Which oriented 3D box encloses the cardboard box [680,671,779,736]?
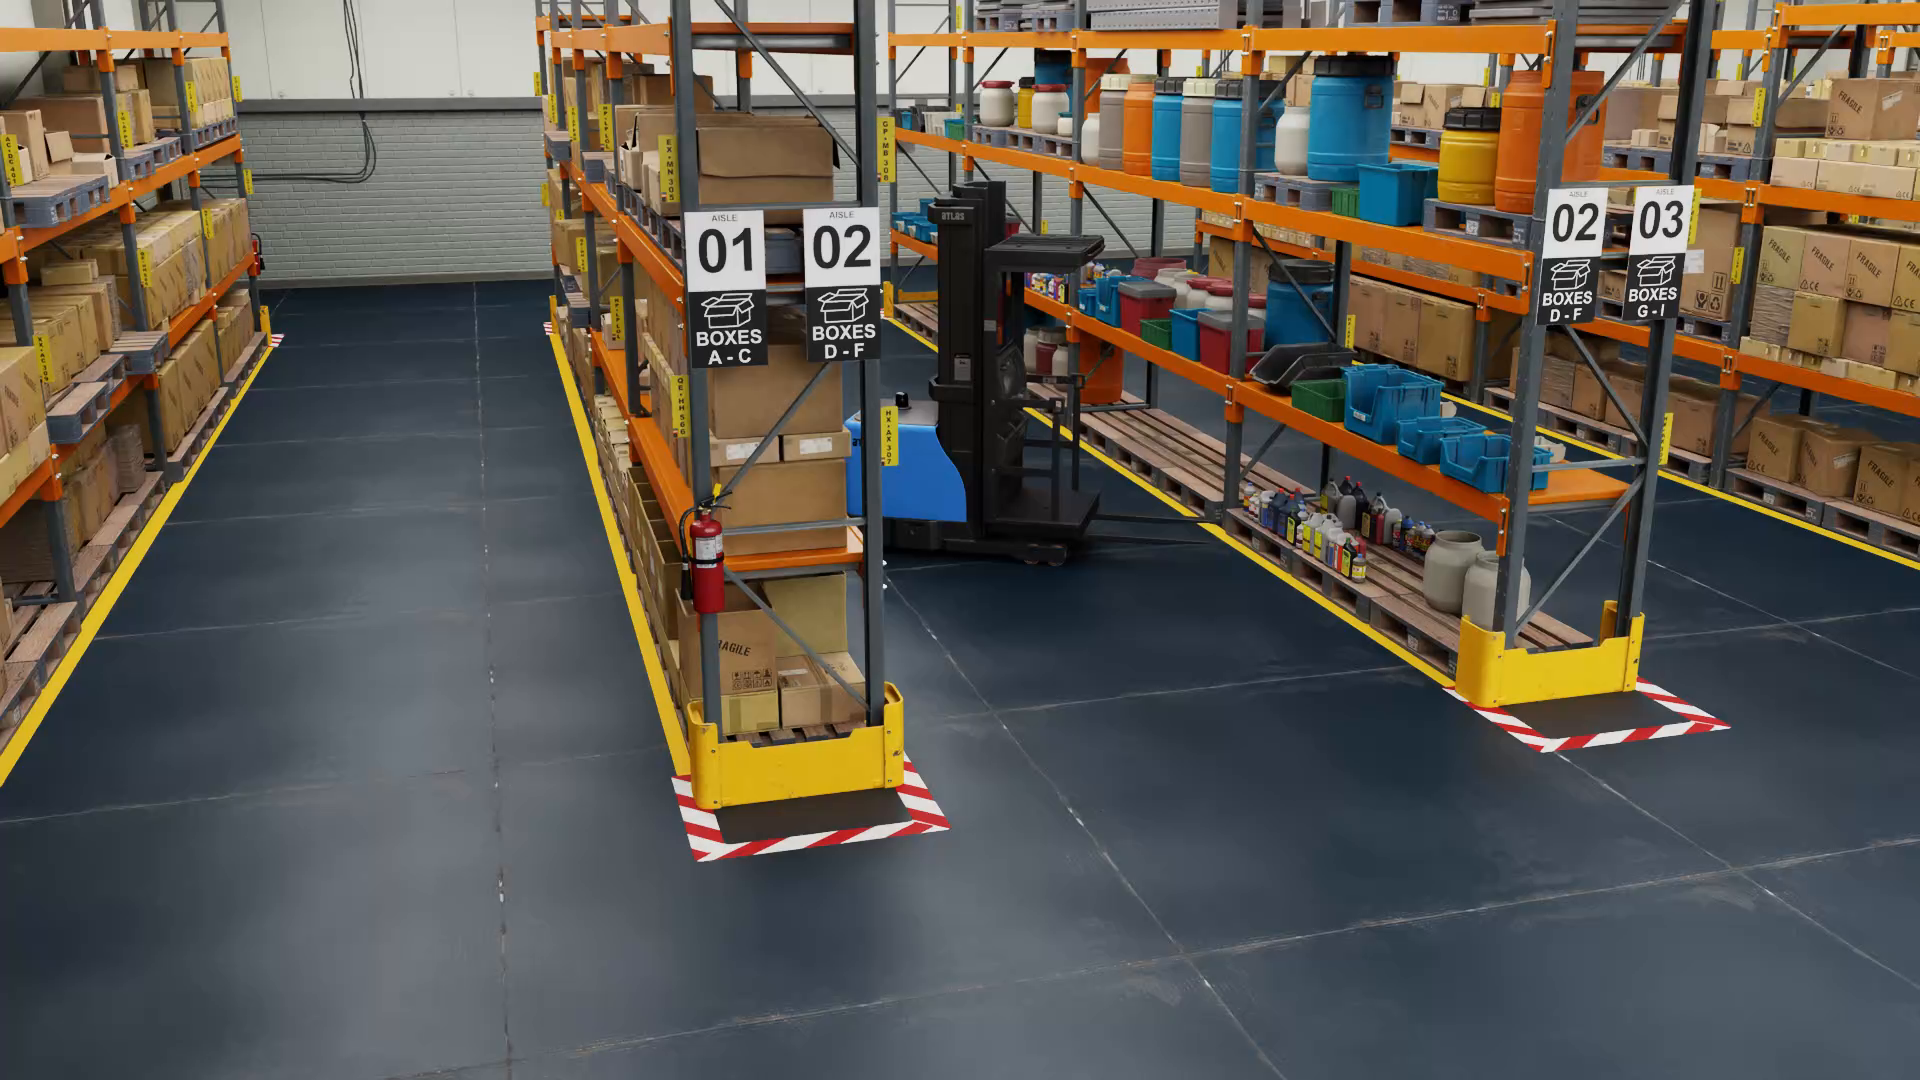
[{"bbox_3d":[-1.349,0.927,9.702,0.500,0.250,0.500,-5,17,-15],"label":"cardboard box"}]

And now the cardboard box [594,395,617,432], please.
[{"bbox_3d":[-3.254,-1.261,16.012,0.500,0.311,0.500,-4,17,-13],"label":"cardboard box"}]

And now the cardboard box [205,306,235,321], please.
[{"bbox_3d":[-9.146,-2.773,20.459,0.380,0.149,0.250,-5,17,-17],"label":"cardboard box"}]

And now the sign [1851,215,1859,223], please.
[{"bbox_3d":[10.688,-3.894,19.827,0.100,0.325,0.005,-5,17,-15],"label":"sign"}]

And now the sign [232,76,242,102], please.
[{"bbox_3d":[-9.551,-5.959,21.959,0.100,0.325,0.005,-5,17,-15],"label":"sign"}]

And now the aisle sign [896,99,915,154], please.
[{"bbox_3d":[-0.856,-6.122,24.598,0.394,0.787,0.004,-5,17,-15],"label":"aisle sign"}]

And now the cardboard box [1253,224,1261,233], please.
[{"bbox_3d":[4.490,-4.529,24.253,0.380,0.149,0.250,-4,17,-14],"label":"cardboard box"}]

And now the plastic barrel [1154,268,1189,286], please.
[{"bbox_3d":[2.136,-2.453,16.710,0.421,0.512,0.421,0,17,0],"label":"plastic barrel"}]

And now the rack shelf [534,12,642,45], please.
[{"bbox_3d":[-4.765,-6.463,21.083,1.077,0.370,4.000,-5,17,-15],"label":"rack shelf"}]

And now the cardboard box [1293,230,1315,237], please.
[{"bbox_3d":[4.937,-4.337,22.921,0.500,0.250,0.500,-5,17,-16],"label":"cardboard box"}]

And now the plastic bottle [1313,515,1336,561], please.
[{"bbox_3d":[2.790,-0.025,12.663,0.144,0.351,0.185,-4,17,-13],"label":"plastic bottle"}]

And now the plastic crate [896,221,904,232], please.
[{"bbox_3d":[-0.791,-4.593,24.382,0.250,0.136,0.298,-5,17,-15],"label":"plastic crate"}]

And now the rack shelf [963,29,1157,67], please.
[{"bbox_3d":[1.098,-5.558,18.757,1.077,0.370,4.000,-5,17,-15],"label":"rack shelf"}]

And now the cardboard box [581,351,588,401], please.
[{"bbox_3d":[-3.891,-1.818,18.371,0.500,0.500,0.500,-5,18,-17],"label":"cardboard box"}]

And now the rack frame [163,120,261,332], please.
[{"bbox_3d":[-10.076,-4.097,22.377,1.000,3.000,0.127,-5,17,-15],"label":"rack frame"}]

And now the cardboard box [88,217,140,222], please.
[{"bbox_3d":[-8.951,-3.257,17.553,0.500,0.250,0.500,-4,17,-15],"label":"cardboard box"}]

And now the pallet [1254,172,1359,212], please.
[{"bbox_3d":[3.039,-2.715,12.891,1.213,0.211,1.003,-5,17,-15],"label":"pallet"}]

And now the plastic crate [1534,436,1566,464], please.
[{"bbox_3d":[3.910,-0.601,11.197,0.298,0.136,0.250,-5,17,-15],"label":"plastic crate"}]

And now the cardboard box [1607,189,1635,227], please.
[{"bbox_3d":[9.703,-4.831,24.131,0.500,0.500,0.500,-5,17,-15],"label":"cardboard box"}]

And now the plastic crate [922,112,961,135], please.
[{"bbox_3d":[-0.238,-5.622,22.448,0.437,0.282,0.530,-5,17,-15],"label":"plastic crate"}]

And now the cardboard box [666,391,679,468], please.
[{"bbox_3d":[-1.603,-0.811,11.265,0.700,0.500,0.500,-4,17,-14],"label":"cardboard box"}]

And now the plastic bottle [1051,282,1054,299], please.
[{"bbox_3d":[1.049,-2.747,18.230,0.097,0.201,0.097,0,17,0],"label":"plastic bottle"}]

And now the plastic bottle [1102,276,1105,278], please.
[{"bbox_3d":[1.598,-2.830,18.506,0.097,0.201,0.097,0,17,0],"label":"plastic bottle"}]

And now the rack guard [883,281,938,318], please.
[{"bbox_3d":[-0.570,-3.689,25.362,1.175,0.500,0.348,-5,17,-15],"label":"rack guard"}]

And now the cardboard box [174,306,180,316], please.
[{"bbox_3d":[-8.243,-2.379,17.061,0.380,0.149,0.250,-4,17,-14],"label":"cardboard box"}]

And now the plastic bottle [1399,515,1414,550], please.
[{"bbox_3d":[3.470,-0.063,12.926,0.097,0.271,0.097,0,17,0],"label":"plastic bottle"}]

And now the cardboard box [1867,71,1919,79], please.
[{"bbox_3d":[14.438,-7.054,25.925,0.797,0.503,0.637,-3,17,-11],"label":"cardboard box"}]

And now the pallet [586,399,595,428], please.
[{"bbox_3d":[-3.616,-1.487,18.537,1.003,0.211,1.213,-5,17,-15],"label":"pallet"}]

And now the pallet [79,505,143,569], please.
[{"bbox_3d":[-7.333,0.005,13.570,1.003,0.211,1.213,-5,17,-15],"label":"pallet"}]

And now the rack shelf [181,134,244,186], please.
[{"bbox_3d":[-9.527,-4.636,20.207,1.077,0.370,4.000,-5,17,-15],"label":"rack shelf"}]

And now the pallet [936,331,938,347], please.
[{"bbox_3d":[0.309,-2.638,22.369,1.003,0.211,1.213,-5,17,-15],"label":"pallet"}]

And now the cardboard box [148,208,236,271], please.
[{"bbox_3d":[-9.515,-3.688,20.495,0.980,0.700,0.700,-6,18,-18],"label":"cardboard box"}]

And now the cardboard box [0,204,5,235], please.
[{"bbox_3d":[-6.401,-2.151,10.475,0.500,0.500,0.500,-4,17,-14],"label":"cardboard box"}]

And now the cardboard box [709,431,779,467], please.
[{"bbox_3d":[-1.206,-0.513,9.144,0.380,0.149,0.250,-5,17,-16],"label":"cardboard box"}]

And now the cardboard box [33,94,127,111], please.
[{"bbox_3d":[-8.402,-4.005,15.919,0.700,0.500,0.500,-4,17,-12],"label":"cardboard box"}]

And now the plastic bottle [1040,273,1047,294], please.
[{"bbox_3d":[0.942,-2.889,18.578,0.097,0.271,0.097,0,17,0],"label":"plastic bottle"}]

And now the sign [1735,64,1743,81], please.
[{"bbox_3d":[13.205,-7.906,28.187,0.100,0.325,0.005,-5,17,-15],"label":"sign"}]

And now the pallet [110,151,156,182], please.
[{"bbox_3d":[-8.106,-3.404,15.184,1.213,0.211,1.003,-4,17,-13],"label":"pallet"}]

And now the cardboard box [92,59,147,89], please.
[{"bbox_3d":[-9.393,-5.138,18.682,0.500,0.500,0.500,-5,17,-16],"label":"cardboard box"}]

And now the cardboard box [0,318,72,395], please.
[{"bbox_3d":[-7.032,-1.335,12.243,0.700,0.500,0.500,-3,17,-10],"label":"cardboard box"}]

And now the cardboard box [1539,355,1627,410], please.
[{"bbox_3d":[6.778,-1.736,18.098,0.700,0.500,0.500,-6,18,-20],"label":"cardboard box"}]

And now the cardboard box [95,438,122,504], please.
[{"bbox_3d":[-7.600,-0.551,14.152,0.700,0.500,0.500,-5,17,-15],"label":"cardboard box"}]

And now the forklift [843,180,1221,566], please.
[{"bbox_3d":[0.606,-1.363,13.394,3.031,2.935,1.130,4,17,13],"label":"forklift"}]

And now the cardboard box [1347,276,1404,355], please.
[{"bbox_3d":[5.752,-2.926,21.443,1.225,0.875,0.875,-5,18,-17],"label":"cardboard box"}]

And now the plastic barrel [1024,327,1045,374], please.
[{"bbox_3d":[0.946,-2.272,19.897,0.421,0.512,0.421,0,17,0],"label":"plastic barrel"}]

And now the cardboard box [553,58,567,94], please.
[{"bbox_3d":[-4.814,-5.891,21.225,0.700,0.500,0.500,-5,17,-15],"label":"cardboard box"}]

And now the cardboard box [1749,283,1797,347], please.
[{"bbox_3d":[7.574,-2.013,14.750,0.875,0.500,0.500,-5,17,-15],"label":"cardboard box"}]

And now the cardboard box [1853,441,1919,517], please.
[{"bbox_3d":[7.992,-0.519,14.081,0.500,0.500,0.500,-6,18,-20],"label":"cardboard box"}]

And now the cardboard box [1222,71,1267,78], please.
[{"bbox_3d":[4.406,-6.866,25.302,0.700,0.500,0.500,-6,18,-19],"label":"cardboard box"}]

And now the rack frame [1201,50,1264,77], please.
[{"bbox_3d":[4.212,-8.145,25.425,1.000,3.000,0.127,-5,17,-15],"label":"rack frame"}]

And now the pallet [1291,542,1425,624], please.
[{"bbox_3d":[3.230,0.302,12.580,1.003,0.211,1.213,-5,17,-15],"label":"pallet"}]

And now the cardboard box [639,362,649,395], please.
[{"bbox_3d":[-2.435,-1.335,13.414,0.396,0.266,0.258,-5,17,-17],"label":"cardboard box"}]

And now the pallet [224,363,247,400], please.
[{"bbox_3d":[-9.111,-1.871,19.815,1.003,0.211,1.213,-5,17,-15],"label":"pallet"}]

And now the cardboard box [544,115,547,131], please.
[{"bbox_3d":[-5.293,-5.553,22.270,0.500,0.250,0.500,-5,17,-15],"label":"cardboard box"}]

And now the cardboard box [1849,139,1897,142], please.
[{"bbox_3d":[7.862,-3.360,14.277,0.380,0.149,0.250,-4,17,-15],"label":"cardboard box"}]

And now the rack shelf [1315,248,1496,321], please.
[{"bbox_3d":[5.860,-3.267,20.866,1.077,0.370,4.000,-5,17,-15],"label":"rack shelf"}]

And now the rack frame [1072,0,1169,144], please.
[{"bbox_3d":[1.648,-5.540,16.754,1.000,3.000,0.127,-5,17,-15],"label":"rack frame"}]

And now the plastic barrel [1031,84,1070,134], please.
[{"bbox_3d":[1.016,-4.848,18.699,0.433,0.535,0.433,0,17,0],"label":"plastic barrel"}]

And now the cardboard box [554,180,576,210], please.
[{"bbox_3d":[-4.885,-4.310,21.175,0.500,0.500,0.500,-5,17,-15],"label":"cardboard box"}]
